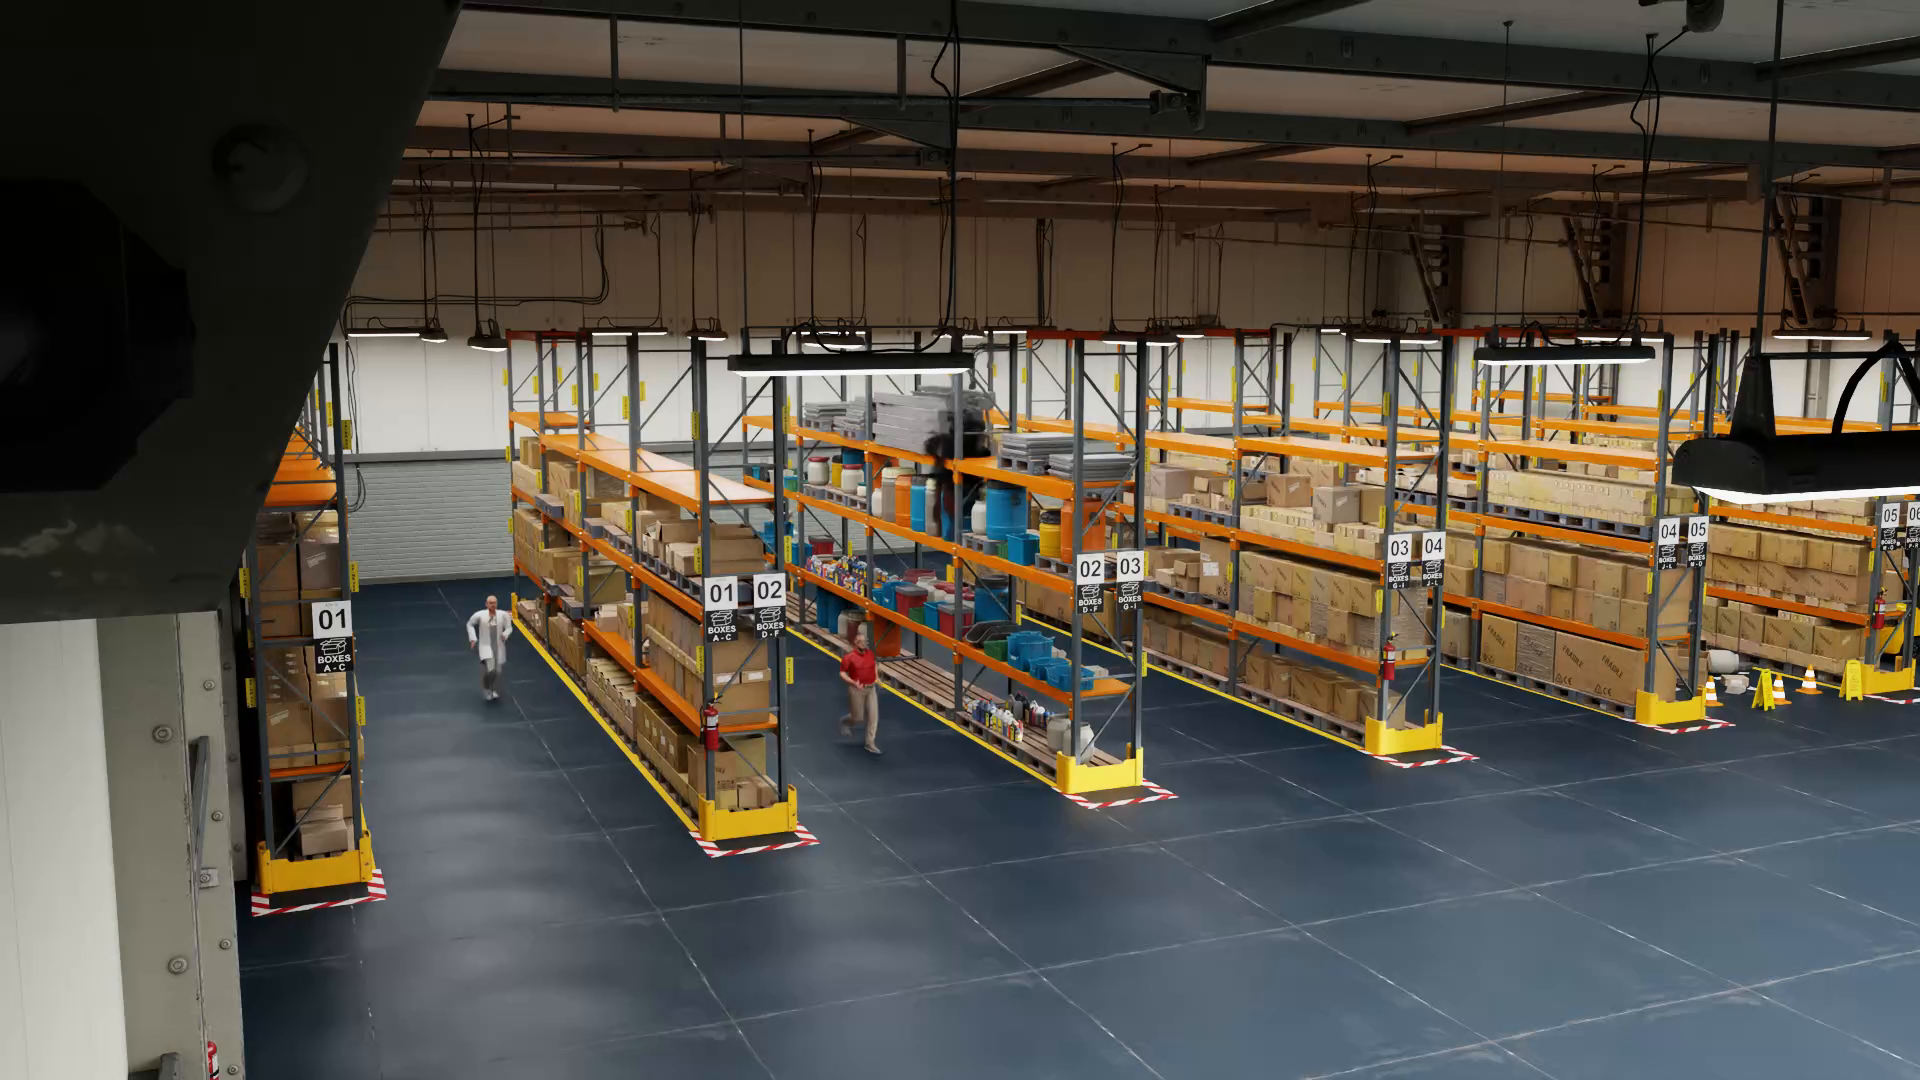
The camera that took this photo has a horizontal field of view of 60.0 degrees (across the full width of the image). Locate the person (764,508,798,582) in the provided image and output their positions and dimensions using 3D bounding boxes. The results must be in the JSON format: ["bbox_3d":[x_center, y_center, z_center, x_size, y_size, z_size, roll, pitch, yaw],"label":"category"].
[{"bbox_3d":[-4.265,0.137,39.289,0.942,1.836,0.693,-1,8,-9],"label":"person"}]

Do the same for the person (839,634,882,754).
[{"bbox_3d":[-1.429,2.214,24.256,0.677,1.696,0.895,-5,9,-33],"label":"person"}]

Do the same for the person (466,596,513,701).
[{"bbox_3d":[-7.631,1.773,27.126,0.678,1.745,0.808,-5,9,-30],"label":"person"}]

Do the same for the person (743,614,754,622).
[{"bbox_3d":[-3.781,1.651,28.593,0.510,1.642,0.733,-5,9,-32],"label":"person"}]
